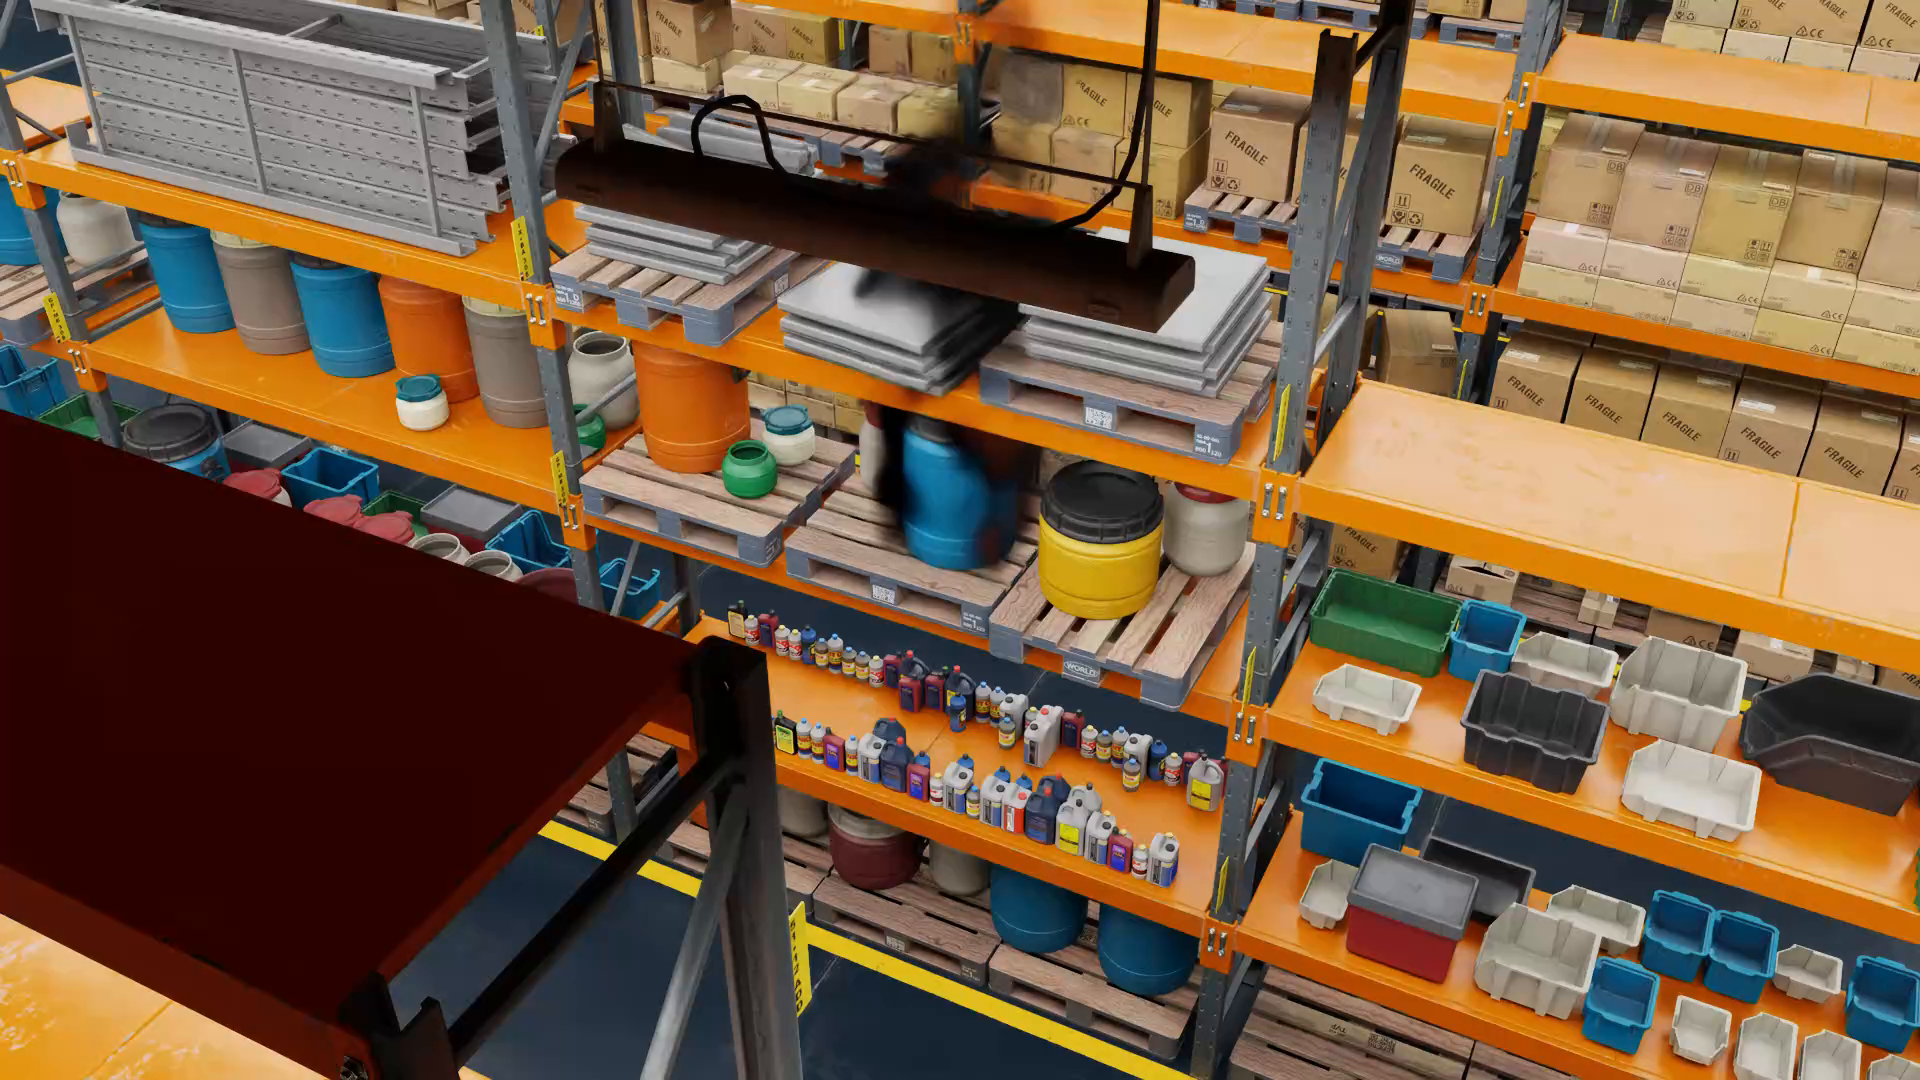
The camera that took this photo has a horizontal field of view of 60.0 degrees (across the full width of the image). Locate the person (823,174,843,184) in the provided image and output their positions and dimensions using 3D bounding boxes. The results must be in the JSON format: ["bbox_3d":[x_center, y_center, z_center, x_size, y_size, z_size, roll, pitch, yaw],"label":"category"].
[{"bbox_3d":[-1.246,-2.936,16.652,0.725,1.718,0.592,14,38,19],"label":"person"}]

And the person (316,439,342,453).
[{"bbox_3d":[-5.804,-1.252,14.289,0.774,1.566,0.514,11,37,15],"label":"person"}]
